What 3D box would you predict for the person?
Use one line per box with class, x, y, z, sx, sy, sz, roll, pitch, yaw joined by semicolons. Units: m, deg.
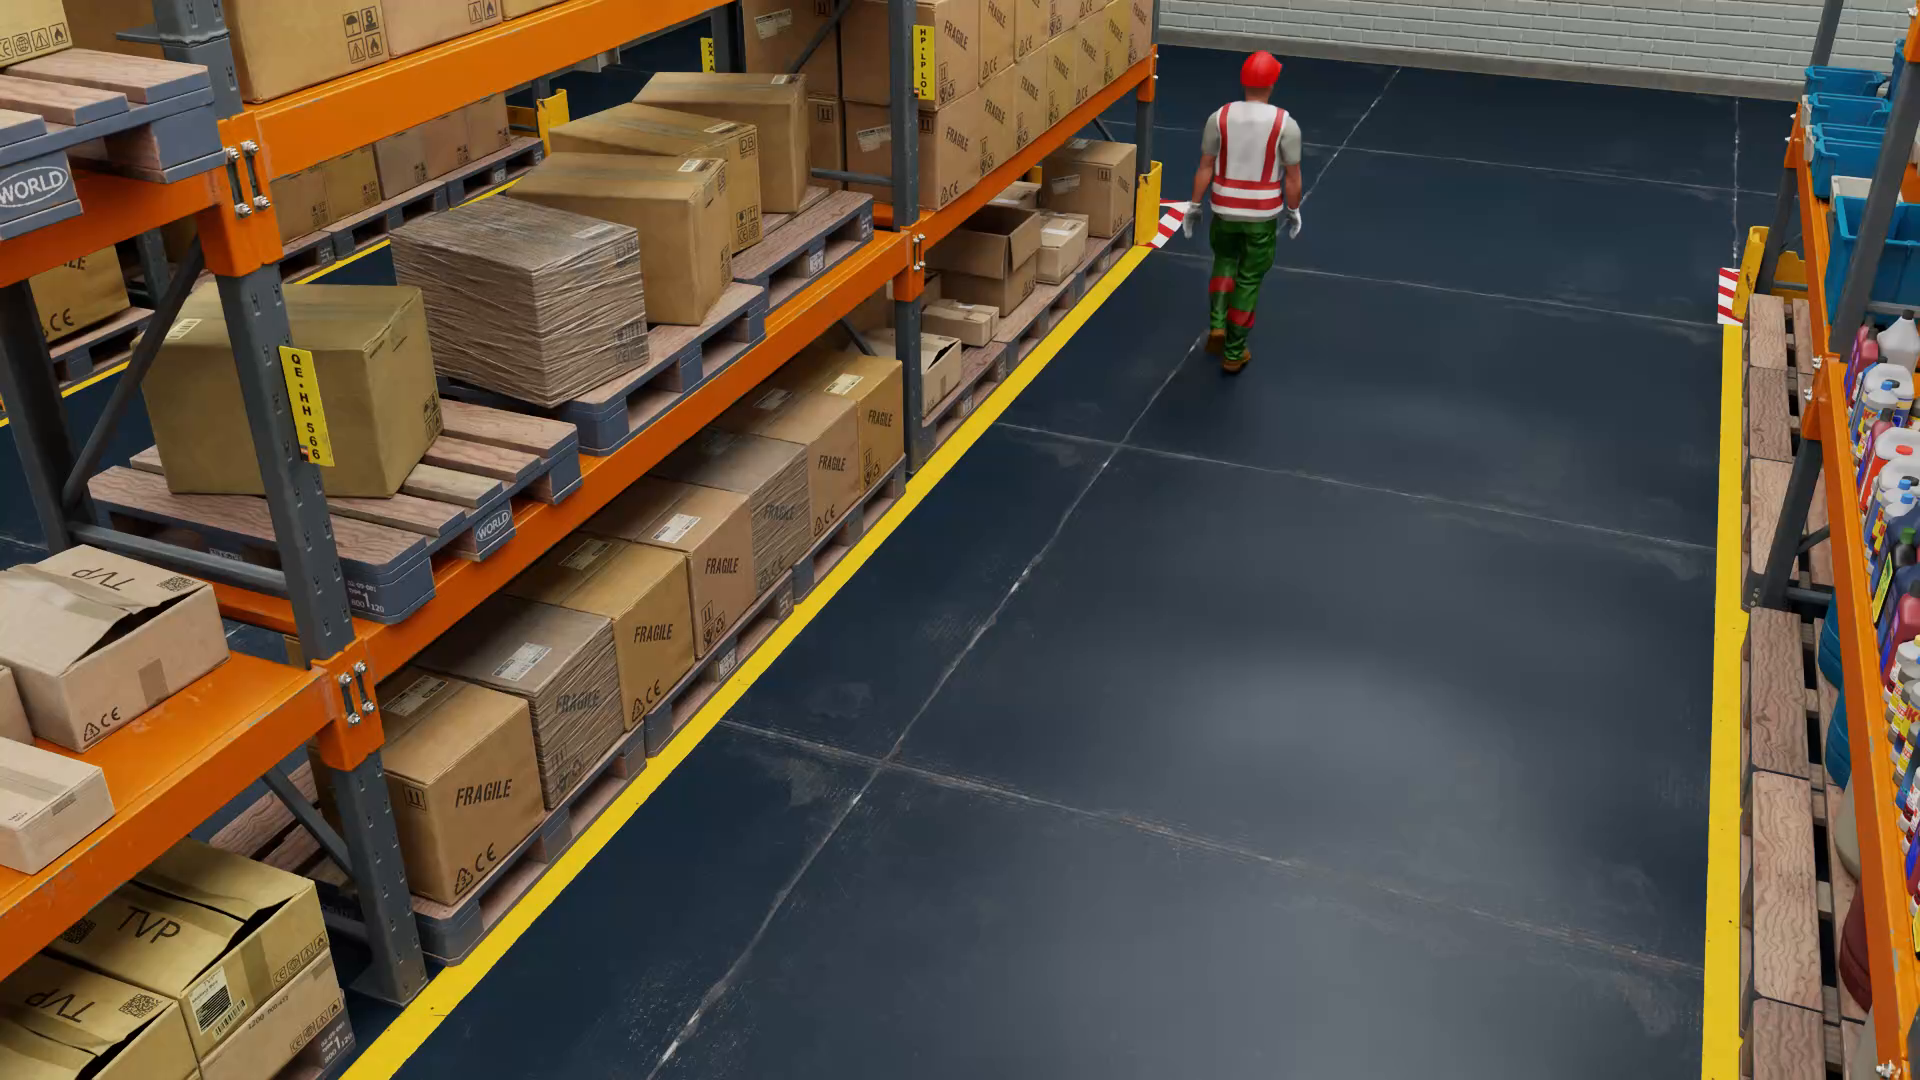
person;1.600;-1.844;9.349;0.630;1.810;0.491;12;32;20
